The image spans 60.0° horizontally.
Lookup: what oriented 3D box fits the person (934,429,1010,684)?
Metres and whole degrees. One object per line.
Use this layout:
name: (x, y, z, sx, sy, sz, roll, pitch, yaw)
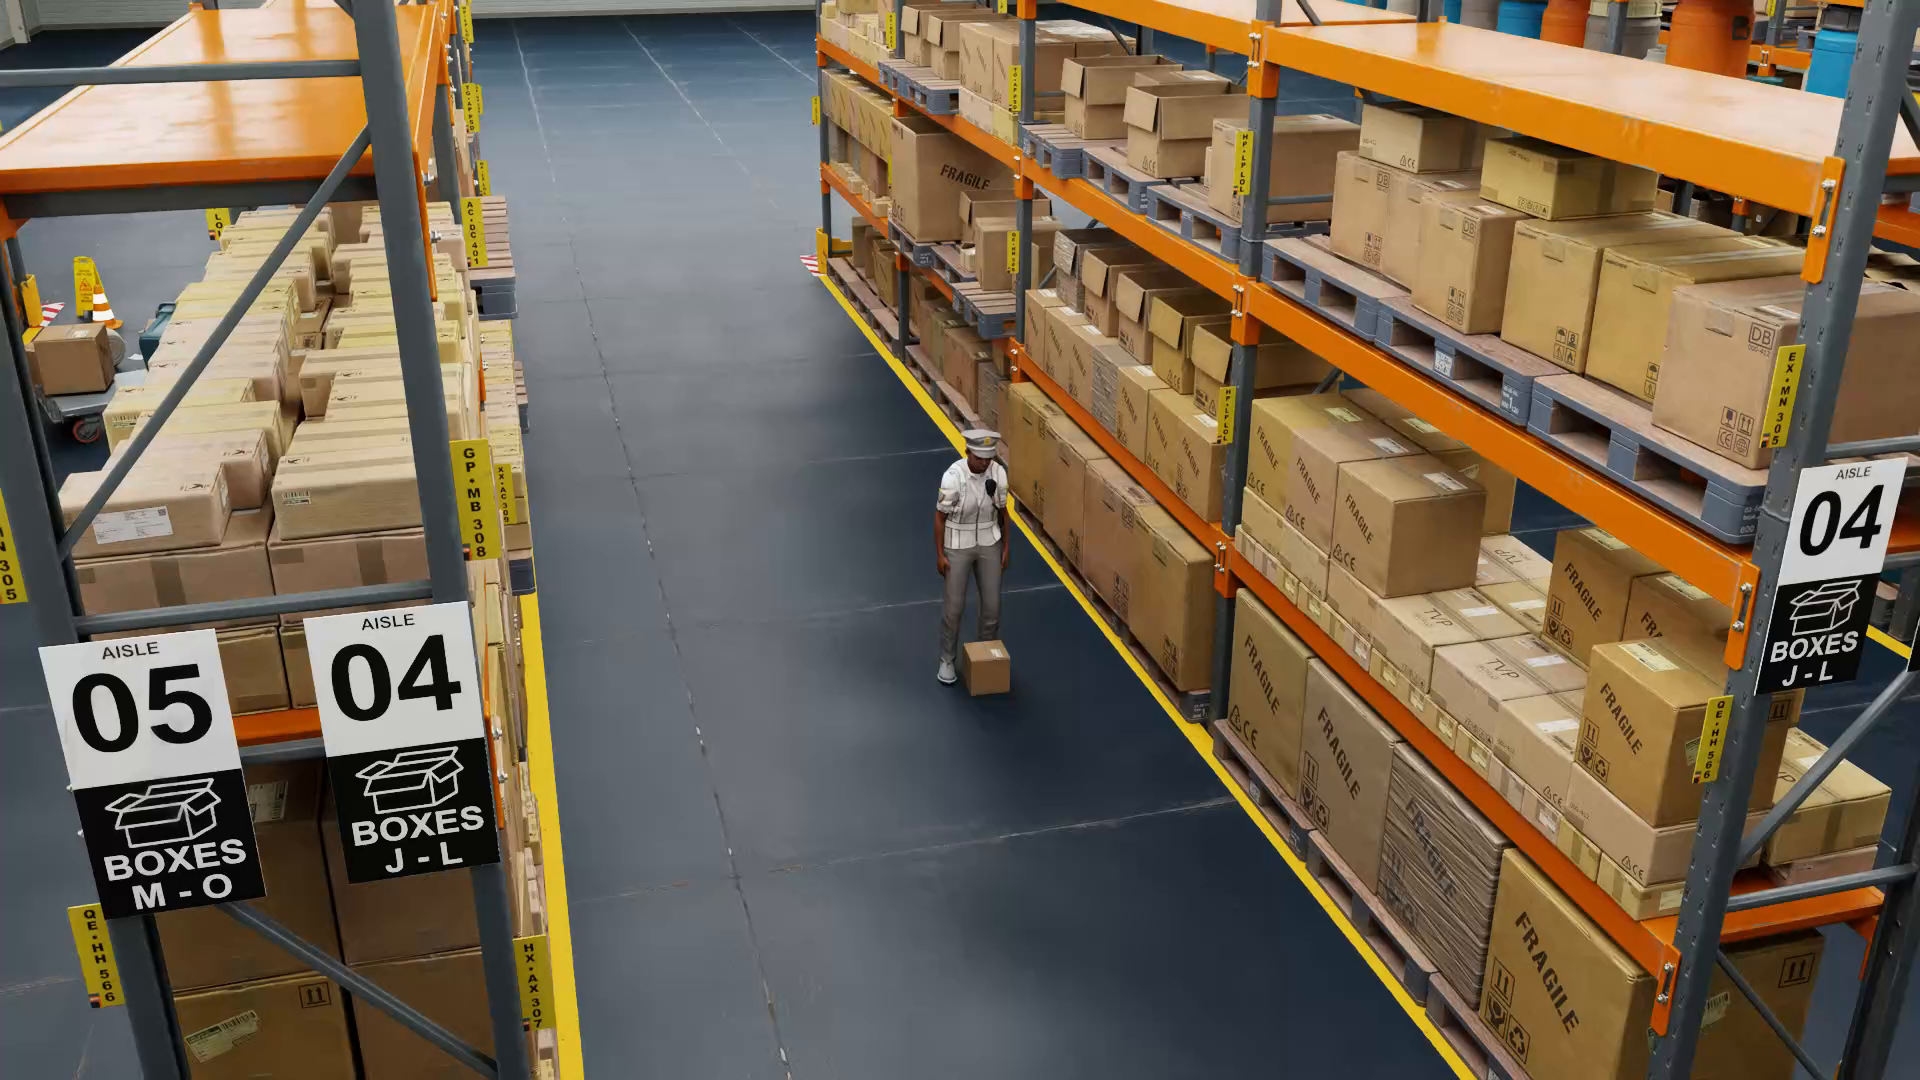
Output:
person: (0.077, 0.075, 10.468, 0.506, 1.657, 0.395, -7, 24, -15)
